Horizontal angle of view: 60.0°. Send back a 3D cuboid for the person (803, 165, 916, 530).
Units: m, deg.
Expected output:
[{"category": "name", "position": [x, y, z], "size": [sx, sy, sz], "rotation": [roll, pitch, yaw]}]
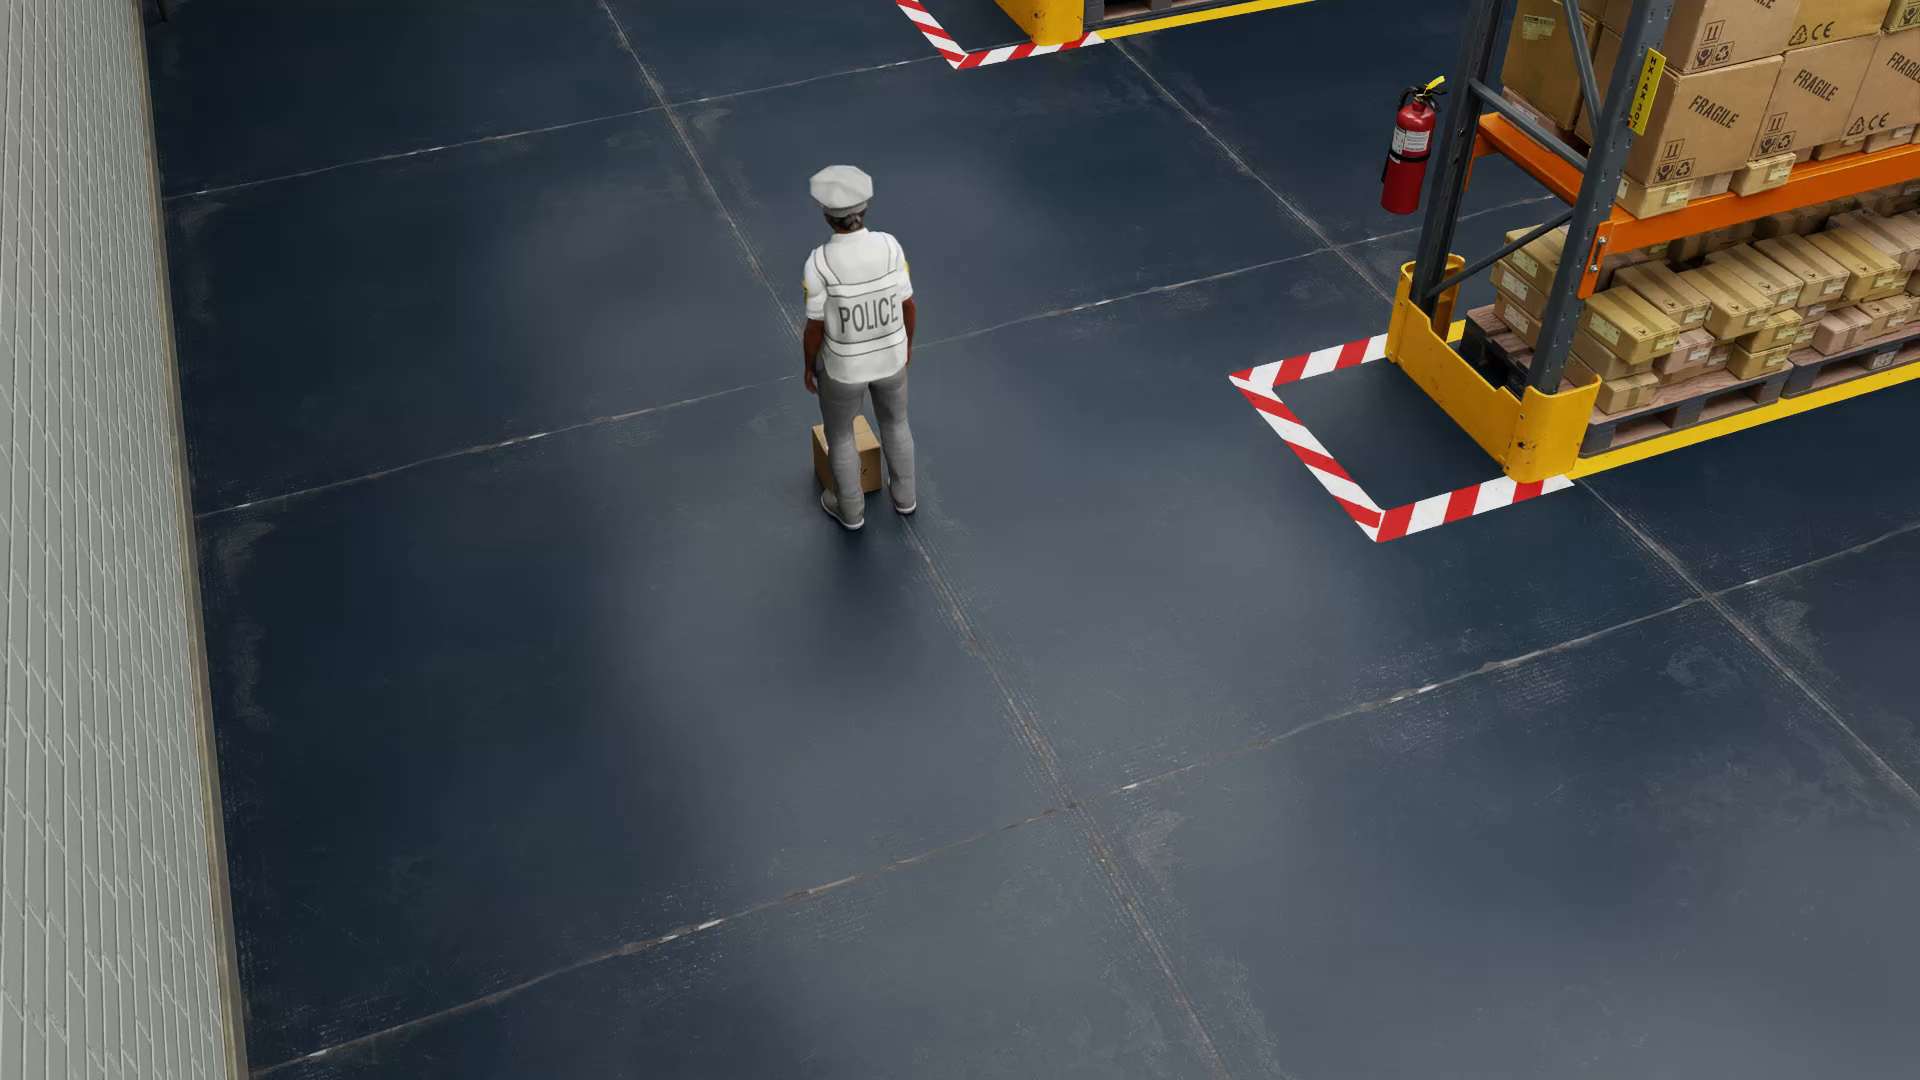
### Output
[{"category": "person", "position": [-0.415, -0.761, 7.005], "size": [0.506, 1.660, 0.393], "rotation": [-15, 44, -16]}]
